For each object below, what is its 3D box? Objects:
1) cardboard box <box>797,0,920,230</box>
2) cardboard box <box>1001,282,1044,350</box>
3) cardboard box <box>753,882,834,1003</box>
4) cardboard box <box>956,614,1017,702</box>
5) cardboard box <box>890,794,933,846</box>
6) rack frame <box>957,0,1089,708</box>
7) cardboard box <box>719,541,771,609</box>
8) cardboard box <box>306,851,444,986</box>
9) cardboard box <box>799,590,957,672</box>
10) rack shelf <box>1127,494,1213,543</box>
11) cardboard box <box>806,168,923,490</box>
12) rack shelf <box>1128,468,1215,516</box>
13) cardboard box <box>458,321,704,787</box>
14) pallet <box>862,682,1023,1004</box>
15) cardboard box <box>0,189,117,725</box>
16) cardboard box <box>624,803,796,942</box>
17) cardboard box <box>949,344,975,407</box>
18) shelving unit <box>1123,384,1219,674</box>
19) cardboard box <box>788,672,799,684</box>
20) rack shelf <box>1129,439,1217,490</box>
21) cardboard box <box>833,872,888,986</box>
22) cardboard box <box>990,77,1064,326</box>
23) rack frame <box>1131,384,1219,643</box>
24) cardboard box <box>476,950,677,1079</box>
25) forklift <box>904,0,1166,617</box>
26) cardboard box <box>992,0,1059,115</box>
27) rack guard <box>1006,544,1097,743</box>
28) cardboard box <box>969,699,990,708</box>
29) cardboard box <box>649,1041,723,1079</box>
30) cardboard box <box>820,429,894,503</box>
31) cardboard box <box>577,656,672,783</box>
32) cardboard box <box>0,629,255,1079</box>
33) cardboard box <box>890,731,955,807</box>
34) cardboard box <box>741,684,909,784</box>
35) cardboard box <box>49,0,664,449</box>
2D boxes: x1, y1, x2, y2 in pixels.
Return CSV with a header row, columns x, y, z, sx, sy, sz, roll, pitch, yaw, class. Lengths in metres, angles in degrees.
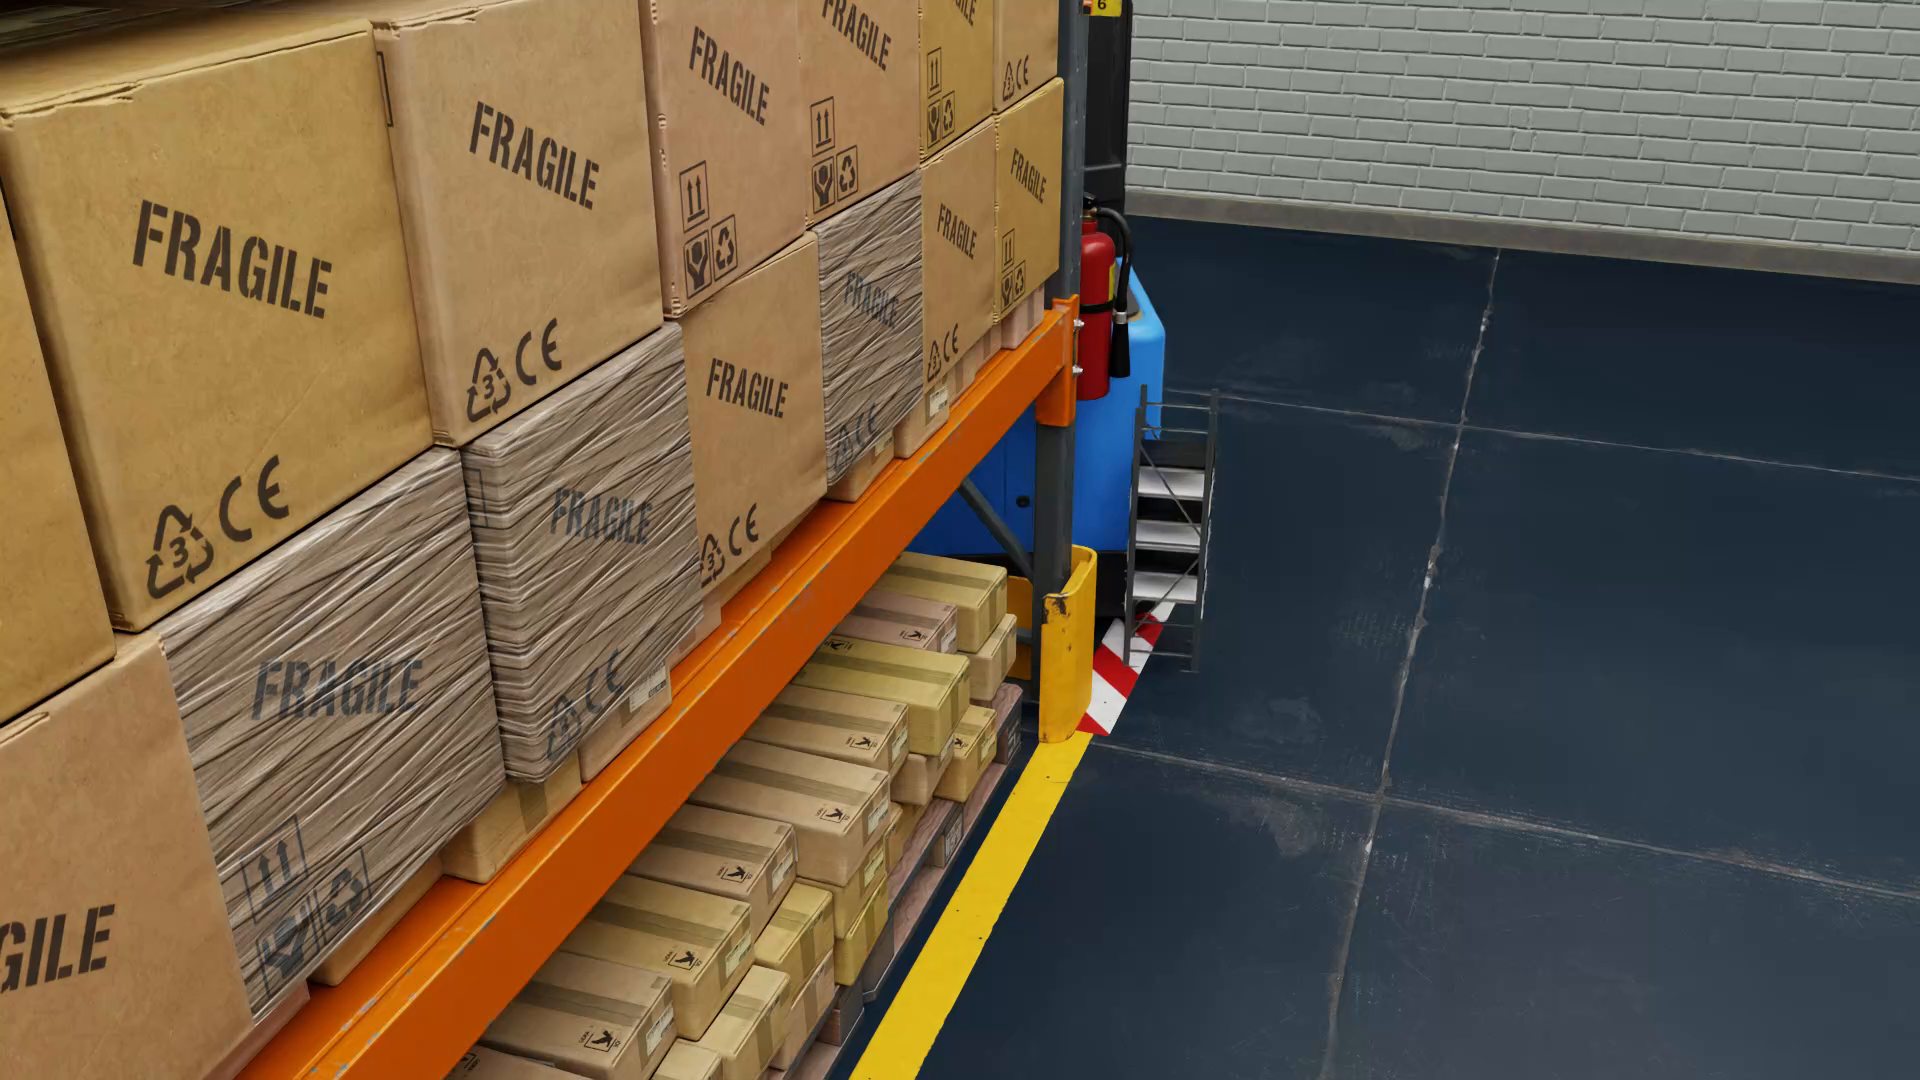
x,y,z,sx,sy,sz,roll,pitch,yaw,class
-0.403,-0.900,3.062,0.500,0.500,0.500,10,28,20,cardboard box
0.006,-0.630,4.397,0.380,0.149,0.250,9,27,18,cardboard box
-0.493,0.832,3.538,0.380,0.149,0.250,10,28,20,cardboard box
-0.059,0.301,4.635,0.380,0.149,0.250,8,27,16,cardboard box
-0.290,0.639,4.277,0.380,0.149,0.250,9,27,17,cardboard box
-0.152,-0.918,4.704,1.000,3.000,0.127,9,27,17,rack frame
-0.579,-0.002,3.100,0.380,0.149,0.250,9,27,18,cardboard box
-0.929,0.425,2.218,0.380,0.149,0.250,8,27,15,cardboard box
-0.227,0.258,4.383,0.380,0.149,0.250,9,27,18,cardboard box
0.664,-0.078,5.249,0.258,0.077,0.200,4,26,9,rack shelf
-0.395,-0.454,3.290,0.500,0.500,0.500,9,27,18,cardboard box
0.664,-0.159,5.210,0.258,0.077,0.200,4,26,9,rack shelf
-0.721,-0.026,2.406,0.500,0.500,0.500,8,27,16,cardboard box
-0.481,0.697,4.568,1.003,0.211,1.213,9,27,17,pallet
-1.103,-0.053,1.314,0.500,0.500,0.500,9,27,19,cardboard box
-0.569,0.690,3.489,0.380,0.149,0.250,8,27,16,cardboard box
-0.181,-0.428,3.980,0.380,0.149,0.250,8,27,17,cardboard box
0.664,-0.027,5.274,0.258,0.900,0.210,4,26,9,shelving unit
-0.638,0.464,4.638,0.380,0.149,0.250,9,27,17,cardboard box
0.665,-0.240,5.171,0.258,0.077,0.200,4,26,9,rack shelf
-0.385,0.856,3.829,0.380,0.149,0.250,8,27,15,cardboard box
-0.059,-0.875,4.159,0.500,0.500,0.500,9,27,18,cardboard box
0.682,-0.071,5.364,0.240,0.900,0.006,4,26,9,rack frame
-0.748,0.898,3.060,0.380,0.149,0.250,8,27,15,cardboard box
0.052,-1.647,6.289,1.130,2.935,3.031,-2,26,-3,forklift
-0.070,-1.323,3.936,0.500,0.500,0.500,8,27,16,cardboard box
-0.177,0.238,5.184,1.175,0.500,0.348,9,27,17,rack guard
-0.131,0.423,4.724,0.380,0.149,0.250,9,27,18,cardboard box
-0.664,1.046,3.095,0.380,0.149,0.250,9,27,17,cardboard box
-0.360,-0.216,3.542,0.380,0.149,0.250,8,27,15,cardboard box
-0.688,0.222,2.638,0.380,0.149,0.250,10,28,20,cardboard box
-1.081,0.380,1.567,0.500,0.500,0.500,8,27,16,cardboard box
-0.230,0.514,4.194,0.380,0.149,0.250,8,27,15,cardboard box
-0.339,0.480,3.924,0.380,0.149,0.250,8,27,15,cardboard box
-0.748,-0.471,2.177,0.500,0.500,0.500,9,27,18,cardboard box
